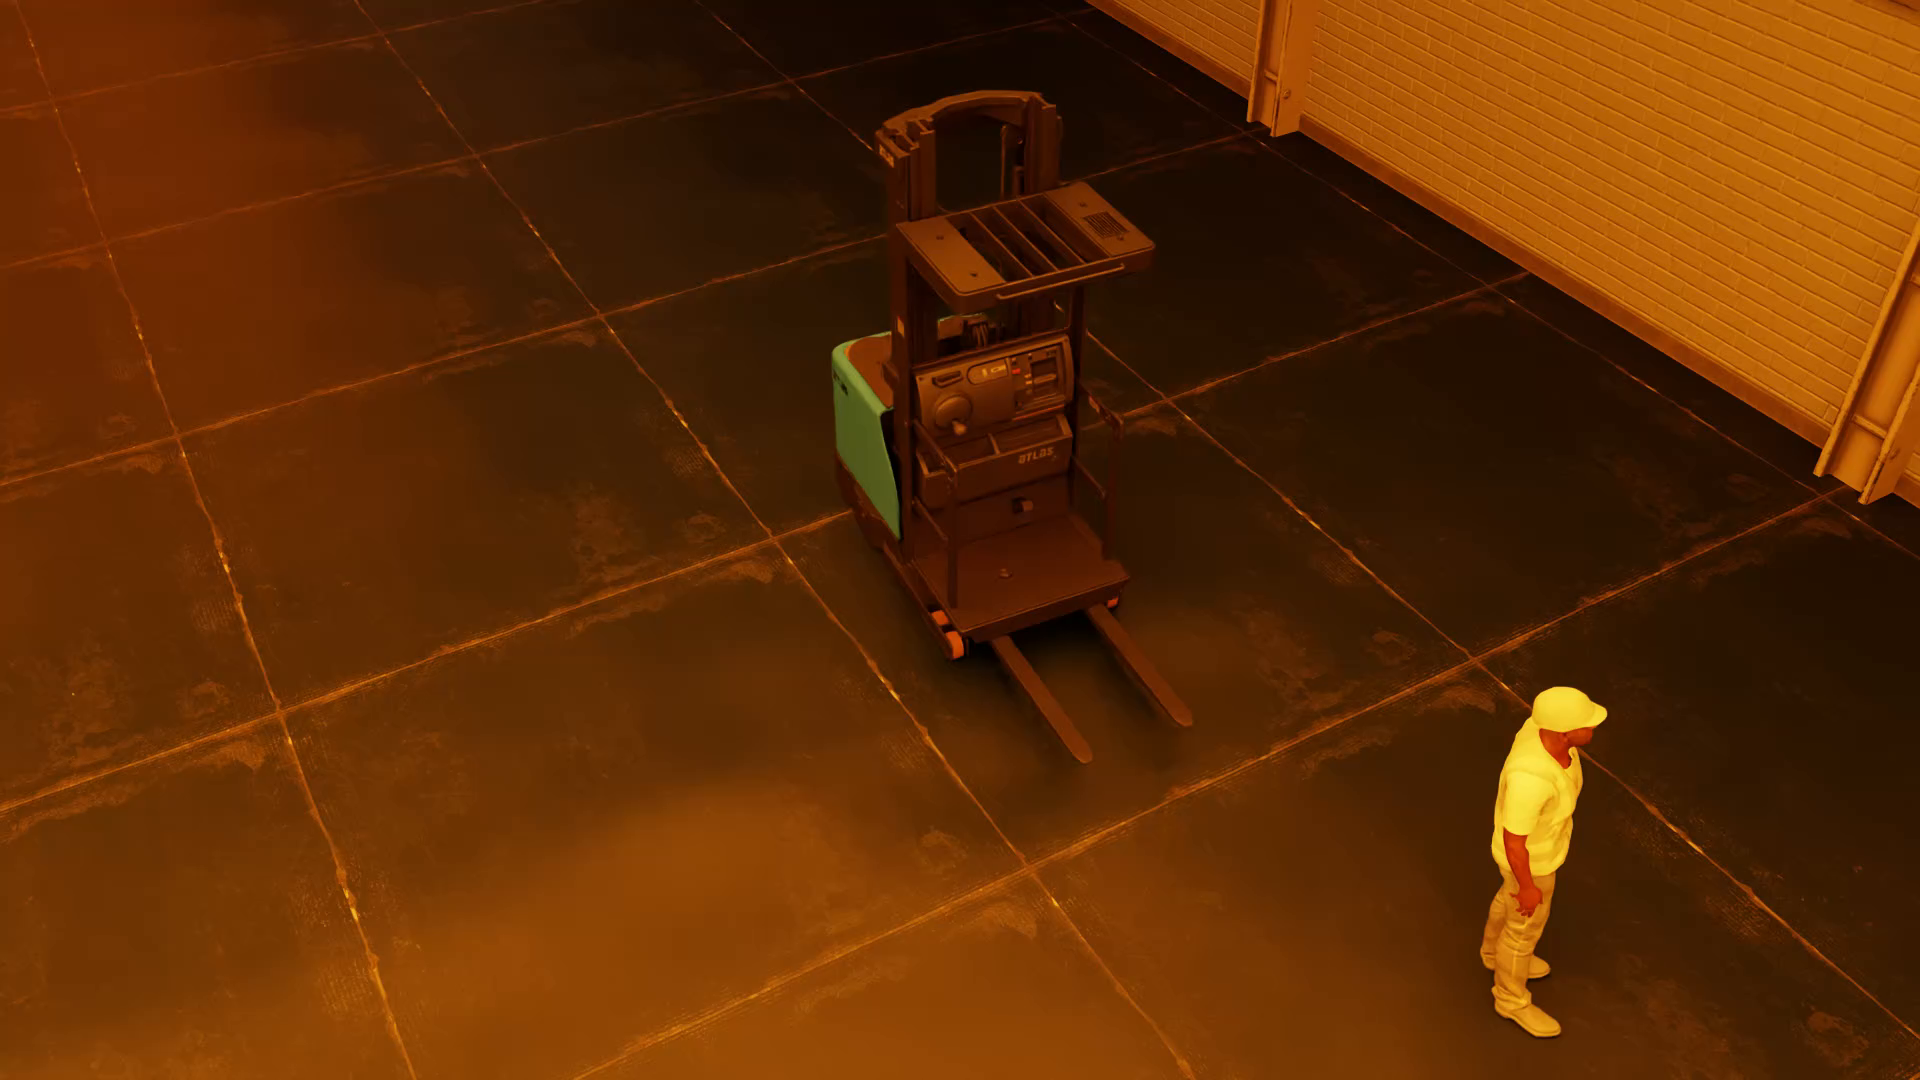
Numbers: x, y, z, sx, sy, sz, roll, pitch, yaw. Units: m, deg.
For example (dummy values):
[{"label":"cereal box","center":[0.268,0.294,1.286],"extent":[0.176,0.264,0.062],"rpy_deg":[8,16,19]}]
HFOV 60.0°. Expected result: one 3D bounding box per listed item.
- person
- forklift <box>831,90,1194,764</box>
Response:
[{"label":"person","center":[2.587,1.360,7.300],"extent":[0.570,1.767,0.665],"rpy_deg":[17,43,19]},{"label":"forklift","center":[0.290,-0.766,8.960],"extent":[1.130,2.935,3.031],"rpy_deg":[-17,43,-19]}]
